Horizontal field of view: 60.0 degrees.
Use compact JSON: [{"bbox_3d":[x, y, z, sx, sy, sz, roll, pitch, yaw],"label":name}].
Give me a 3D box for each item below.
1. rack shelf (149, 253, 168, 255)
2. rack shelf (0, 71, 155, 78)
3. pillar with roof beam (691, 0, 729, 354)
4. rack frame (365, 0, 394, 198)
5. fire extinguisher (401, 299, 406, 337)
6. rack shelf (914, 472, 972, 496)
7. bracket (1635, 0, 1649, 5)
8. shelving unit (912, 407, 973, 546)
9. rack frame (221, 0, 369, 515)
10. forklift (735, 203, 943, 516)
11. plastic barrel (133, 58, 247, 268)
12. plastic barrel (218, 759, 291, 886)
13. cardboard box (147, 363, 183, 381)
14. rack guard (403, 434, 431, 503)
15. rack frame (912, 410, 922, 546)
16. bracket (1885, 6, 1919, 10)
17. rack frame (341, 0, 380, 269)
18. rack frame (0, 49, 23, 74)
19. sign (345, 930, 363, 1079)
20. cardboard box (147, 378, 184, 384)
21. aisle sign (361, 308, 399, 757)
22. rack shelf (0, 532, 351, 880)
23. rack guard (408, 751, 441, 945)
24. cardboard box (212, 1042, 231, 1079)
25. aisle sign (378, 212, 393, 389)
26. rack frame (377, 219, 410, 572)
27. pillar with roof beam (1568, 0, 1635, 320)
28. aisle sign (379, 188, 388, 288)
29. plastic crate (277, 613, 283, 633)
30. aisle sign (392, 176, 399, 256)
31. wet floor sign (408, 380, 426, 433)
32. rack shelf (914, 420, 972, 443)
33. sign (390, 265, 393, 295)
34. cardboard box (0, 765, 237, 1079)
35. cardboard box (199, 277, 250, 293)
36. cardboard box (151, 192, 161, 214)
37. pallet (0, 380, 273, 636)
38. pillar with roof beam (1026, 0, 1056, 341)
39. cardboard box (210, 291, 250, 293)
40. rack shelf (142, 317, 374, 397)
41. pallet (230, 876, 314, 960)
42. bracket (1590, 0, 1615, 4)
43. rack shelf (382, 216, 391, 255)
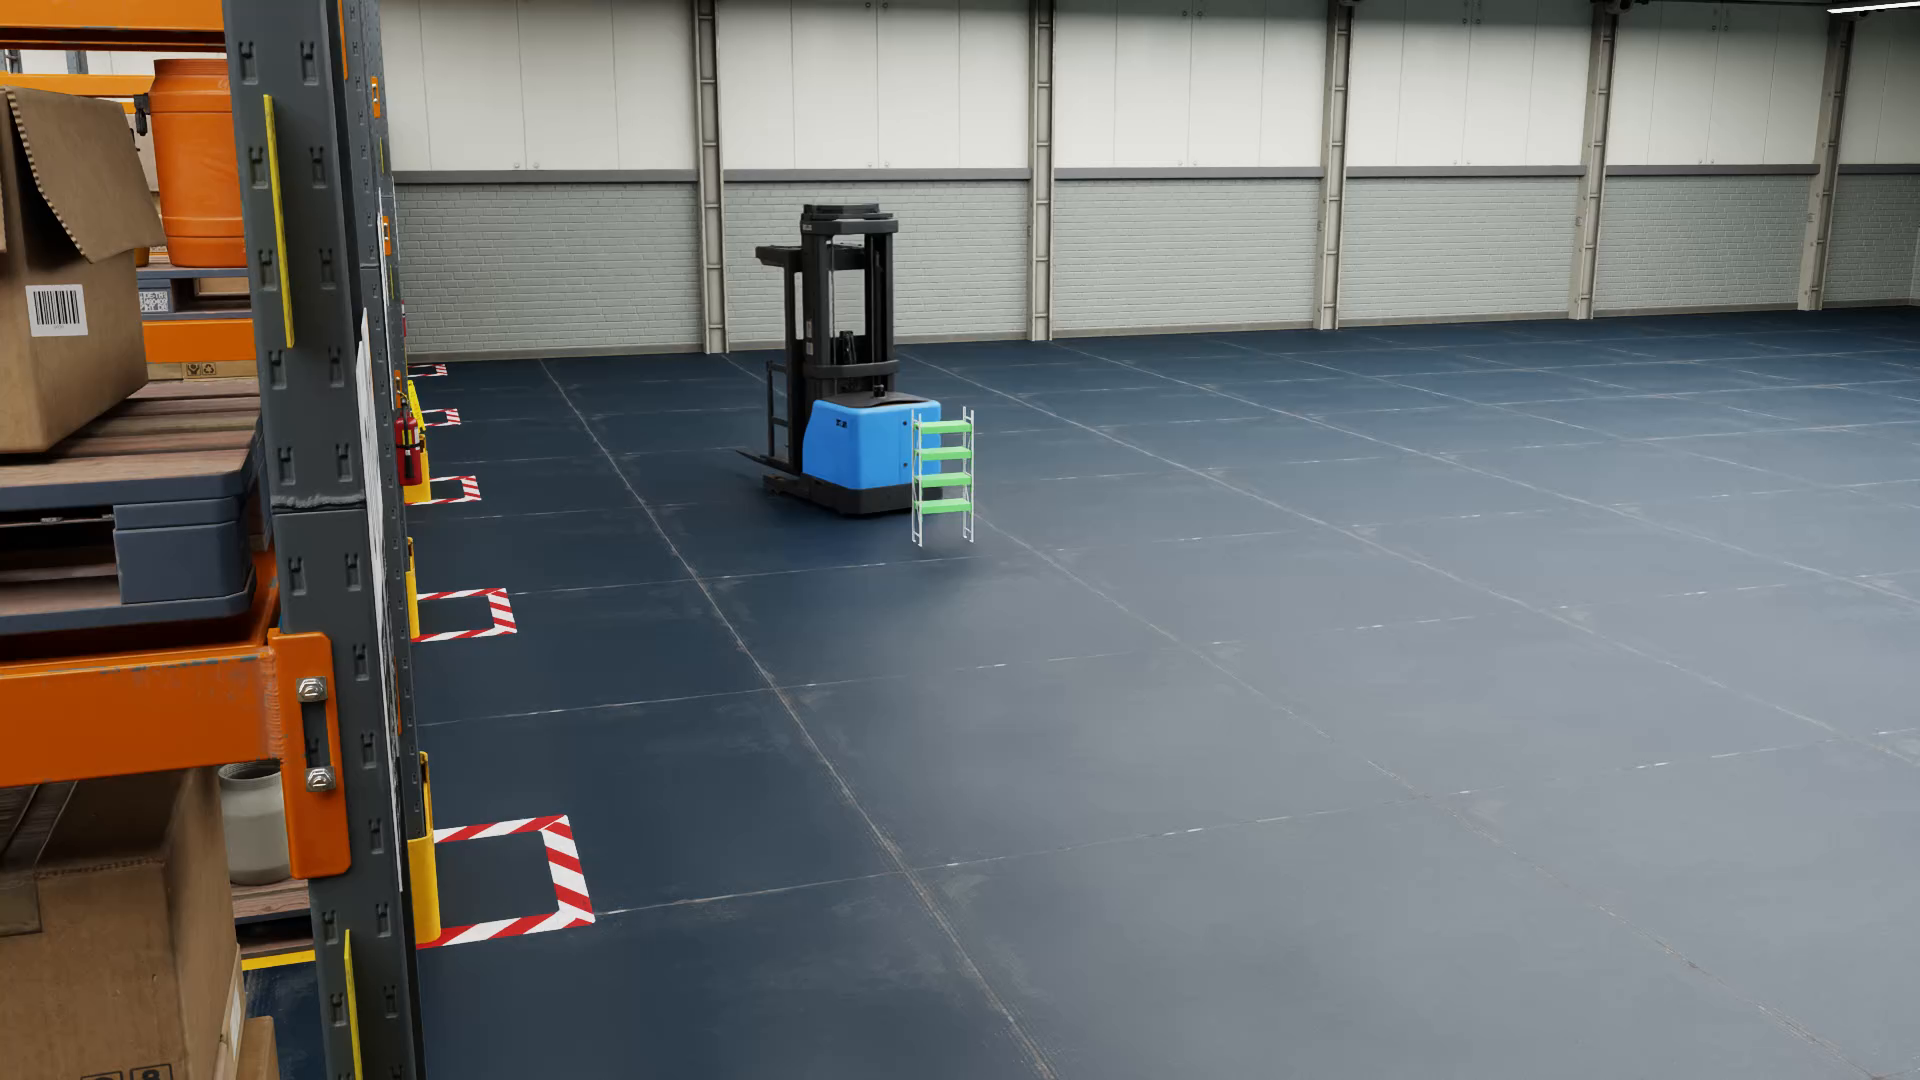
[{"bbox_3d":[-6.115,-1.825,11.405,4.000,0.370,1.077,-4,14,-18],"label":"rack shelf"},{"bbox_3d":[-9.276,-5.456,20.196,4.000,0.370,1.077,-4,14,-18],"label":"rack shelf"},{"bbox_3d":[-2.854,-6.689,23.816,0.400,9.000,9.100,-4,14,-18],"label":"pillar with roof beam"},{"bbox_3d":[-5.706,-4.877,16.200,0.127,3.000,1.000,-4,14,-18],"label":"rack frame"},{"bbox_3d":[-7.125,-2.906,21.047,0.183,0.674,0.296,-4,14,-18],"label":"fire extinguisher"},{"bbox_3d":[-0.157,-0.509,14.967,0.480,0.148,0.258,-4,14,-18],"label":"rack shelf"},{"bbox_3d":[13.339,-10.665,32.755,0.430,0.232,0.235,-4,14,-18],"label":"bracket"},{"bbox_3d":[-0.157,-0.571,14.953,0.503,1.200,0.258,-4,14,-18],"label":"shelving unit"},{"bbox_3d":[-1.063,-1.609,2.460,0.127,3.000,1.000,-4,14,-18],"label":"rack frame"},{"bbox_3d":[-1.389,-1.952,17.015,1.130,2.935,3.031,-8,16,-32],"label":"forklift"},{"bbox_3d":[-3.060,-1.586,7.009,0.708,0.830,0.600,-4,14,-18],"label":"plastic barrel"},{"bbox_3d":[-3.239,1.294,7.687,0.421,0.512,0.421,0,13,0],"label":"plastic barrel"},{"bbox_3d":[-5.609,-1.374,11.416,0.500,0.500,0.500,-4,14,-18],"label":"cardboard box"},{"bbox_3d":[-5.683,-0.744,17.191,0.348,0.500,1.175,-4,14,-18],"label":"rack guard"},{"bbox_3d":[-0.388,-0.553,14.877,0.015,1.200,0.240,-4,14,-18],"label":"rack frame"},{"bbox_3d":[20.712,-11.239,35.169,3.189,0.066,0.076,-4,14,-18],"label":"bracket"},{"bbox_3d":[-2.640,-2.695,7.028,0.127,3.000,1.000,-4,14,-18],"label":"rack frame"},{"bbox_3d":[-11.171,-5.660,19.492,0.127,3.000,1.000,-4,14,-18],"label":"rack frame"},{"bbox_3d":[-0.904,0.751,2.488,0.005,0.325,0.100,-4,14,-18],"label":"sign"},{"bbox_3d":[-5.673,-0.931,11.717,0.500,0.500,0.875,-4,14,-18],"label":"cardboard box"},{"bbox_3d":[-1.099,-0.027,3.156,0.004,0.787,0.394,-4,14,-18],"label":"aisle sign"},{"bbox_3d":[-2.959,0.348,2.270,4.000,0.370,1.077,-4,14,-18],"label":"rack shelf"},{"bbox_3d":[-2.697,1.455,7.945,0.348,0.500,1.175,-4,14,-18],"label":"rack guard"},{"bbox_3d":[-1.365,1.016,2.773,0.250,0.149,0.380,-5,14,-19],"label":"cardboard box"},{"bbox_3d":[-2.665,-1.111,7.714,0.004,0.787,0.394,-4,14,-18],"label":"aisle sign"},{"bbox_3d":[-4.219,-0.863,12.290,0.127,3.000,1.000,-4,14,-18],"label":"rack frame"},{"bbox_3d":[14.206,-8.017,29.401,0.548,9.000,9.100,-4,14,-18],"label":"pillar with roof beam"},{"bbox_3d":[-4.256,-2.198,12.285,0.004,0.787,0.394,-4,14,-18],"label":"aisle sign"},{"bbox_3d":[-3.019,0.398,7.309,0.616,0.251,0.499,-4,14,-18],"label":"plastic crate"},{"bbox_3d":[-5.734,-3.294,16.892,0.004,0.787,0.394,-4,14,-18],"label":"aisle sign"},{"bbox_3d":[-6.859,-1.671,20.772,0.232,0.644,0.267,0,13,1],"label":"wet floor sign"},{"bbox_3d":[-0.157,-0.976,14.856,0.480,0.148,0.258,-4,14,-18],"label":"rack shelf"},{"bbox_3d":[-5.546,-2.517,16.228,0.005,0.325,0.100,-4,14,-18],"label":"sign"},{"bbox_3d":[-1.560,0.666,2.843,0.500,0.500,0.700,-4,14,-18],"label":"cardboard box"},{"bbox_3d":[-7.136,-2.466,16.368,0.550,0.550,0.875,-4,14,-18],"label":"cardboard box"},{"bbox_3d":[-5.396,-2.302,11.319,0.250,0.149,0.380,-4,14,-17],"label":"cardboard box"},{"bbox_3d":[-1.742,-0.060,2.622,1.213,0.211,1.003,-4,14,-18],"label":"pallet"},{"bbox_3d":[2.832,-7.131,25.677,0.400,9.000,9.100,-4,14,-18],"label":"pillar with roof beam"},{"bbox_3d":[-5.304,-1.527,12.060,0.500,0.500,0.500,-4,14,-18],"label":"cardboard box"},{"bbox_3d":[-4.535,-0.739,6.838,4.000,0.370,1.077,-4,14,-18],"label":"rack shelf"},{"bbox_3d":[-3.468,1.654,7.731,1.213,0.211,1.003,-4,14,-18],"label":"pallet"},{"bbox_3d":[12.552,-10.604,32.498,0.430,0.232,0.235,-4,14,-18],"label":"bracket"},{"bbox_3d":[-7.601,-2.920,16.010,4.000,0.370,1.077,-4,14,-18],"label":"rack shelf"}]
